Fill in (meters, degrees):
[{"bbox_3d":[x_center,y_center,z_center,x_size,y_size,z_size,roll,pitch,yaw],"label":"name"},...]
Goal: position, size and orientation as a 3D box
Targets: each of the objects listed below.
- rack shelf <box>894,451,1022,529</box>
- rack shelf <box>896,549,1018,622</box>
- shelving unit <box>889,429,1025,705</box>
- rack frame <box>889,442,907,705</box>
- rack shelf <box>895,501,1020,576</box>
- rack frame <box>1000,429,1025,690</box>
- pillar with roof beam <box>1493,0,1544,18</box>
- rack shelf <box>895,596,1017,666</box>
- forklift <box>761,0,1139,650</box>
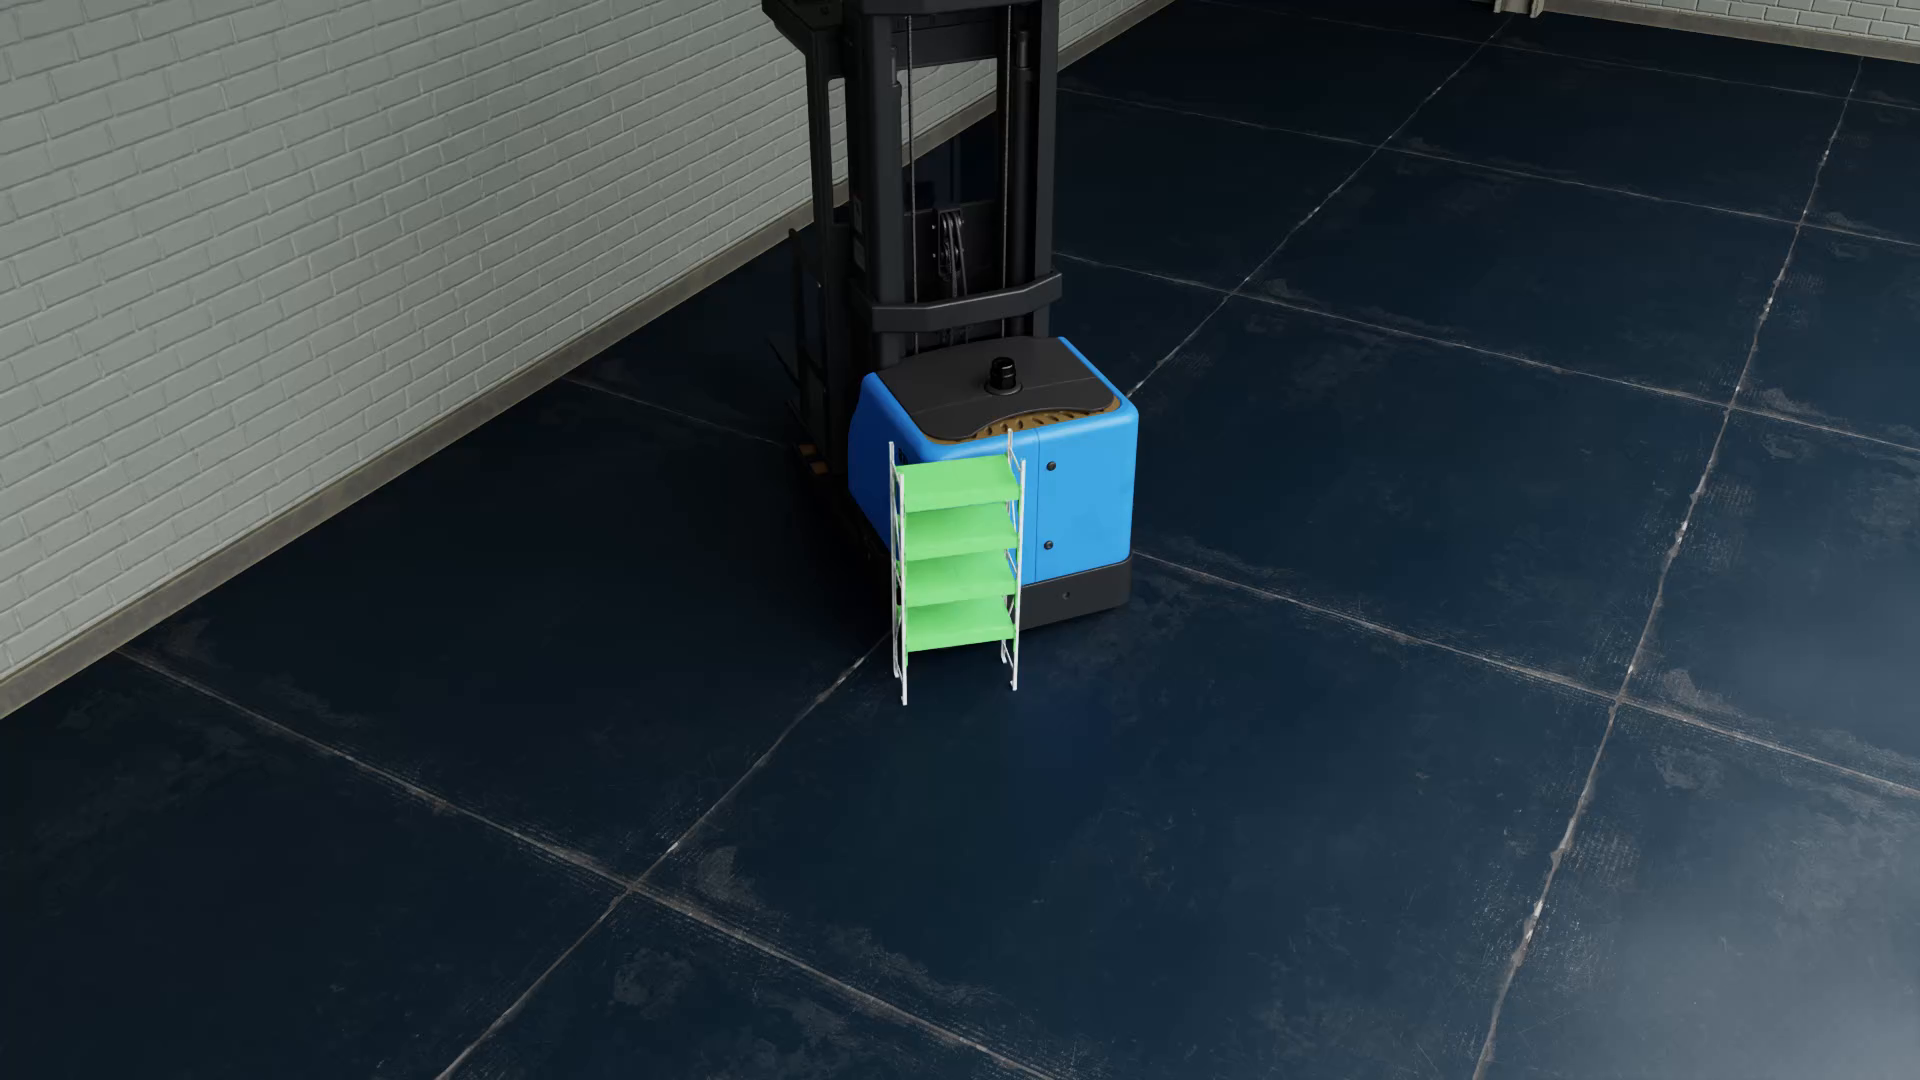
[{"bbox_3d":[-0.015,-0.204,6.713,0.480,0.148,0.258,-7,37,-10],"label":"rack shelf"},{"bbox_3d":[-0.019,0.183,6.997,0.480,0.148,0.258,-7,37,-10],"label":"rack shelf"},{"bbox_3d":[-0.019,0.131,6.959,0.503,1.200,0.258,-7,37,-10],"label":"shelving unit"},{"bbox_3d":[-0.257,0.160,6.916,0.015,1.200,0.240,-7,37,-10],"label":"rack frame"},{"bbox_3d":[-0.017,-0.011,6.855,0.480,0.148,0.258,-7,37,-10],"label":"rack shelf"},{"bbox_3d":[0.220,0.102,7.002,0.015,1.200,0.240,-7,37,-10],"label":"rack frame"},{"bbox_3d":[3.169,-6.705,10.200,0.400,9.000,9.100,18,37,24],"label":"pillar with roof beam"},{"bbox_3d":[-0.022,0.376,7.140,0.480,0.148,0.258,-7,37,-10],"label":"rack shelf"},{"bbox_3d":[-0.239,-1.541,7.919,1.130,2.935,3.031,-13,36,-19],"label":"forklift"}]
